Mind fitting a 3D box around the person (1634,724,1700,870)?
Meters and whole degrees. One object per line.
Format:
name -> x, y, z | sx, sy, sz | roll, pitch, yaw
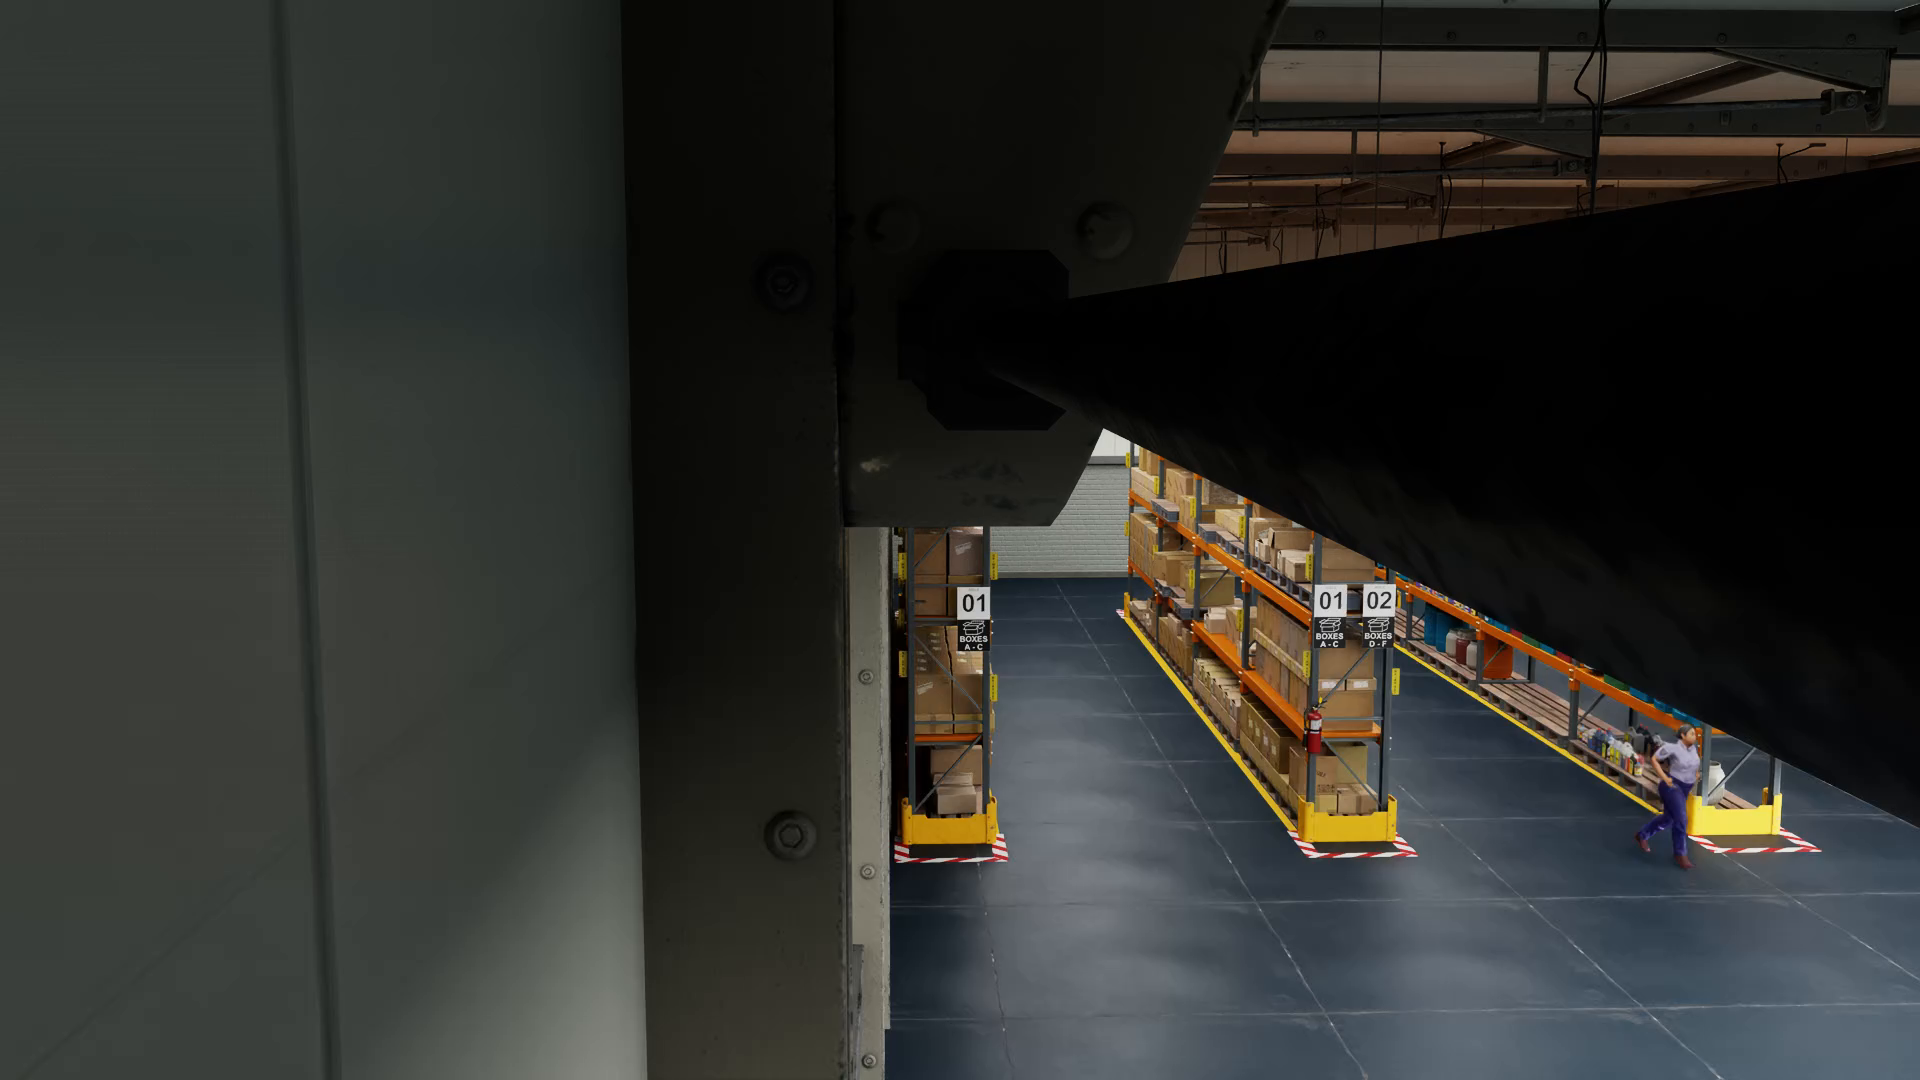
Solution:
person -> 8.561, 2.999, 19.883 | 0.653, 1.636, 0.869 | -5, 9, -36
